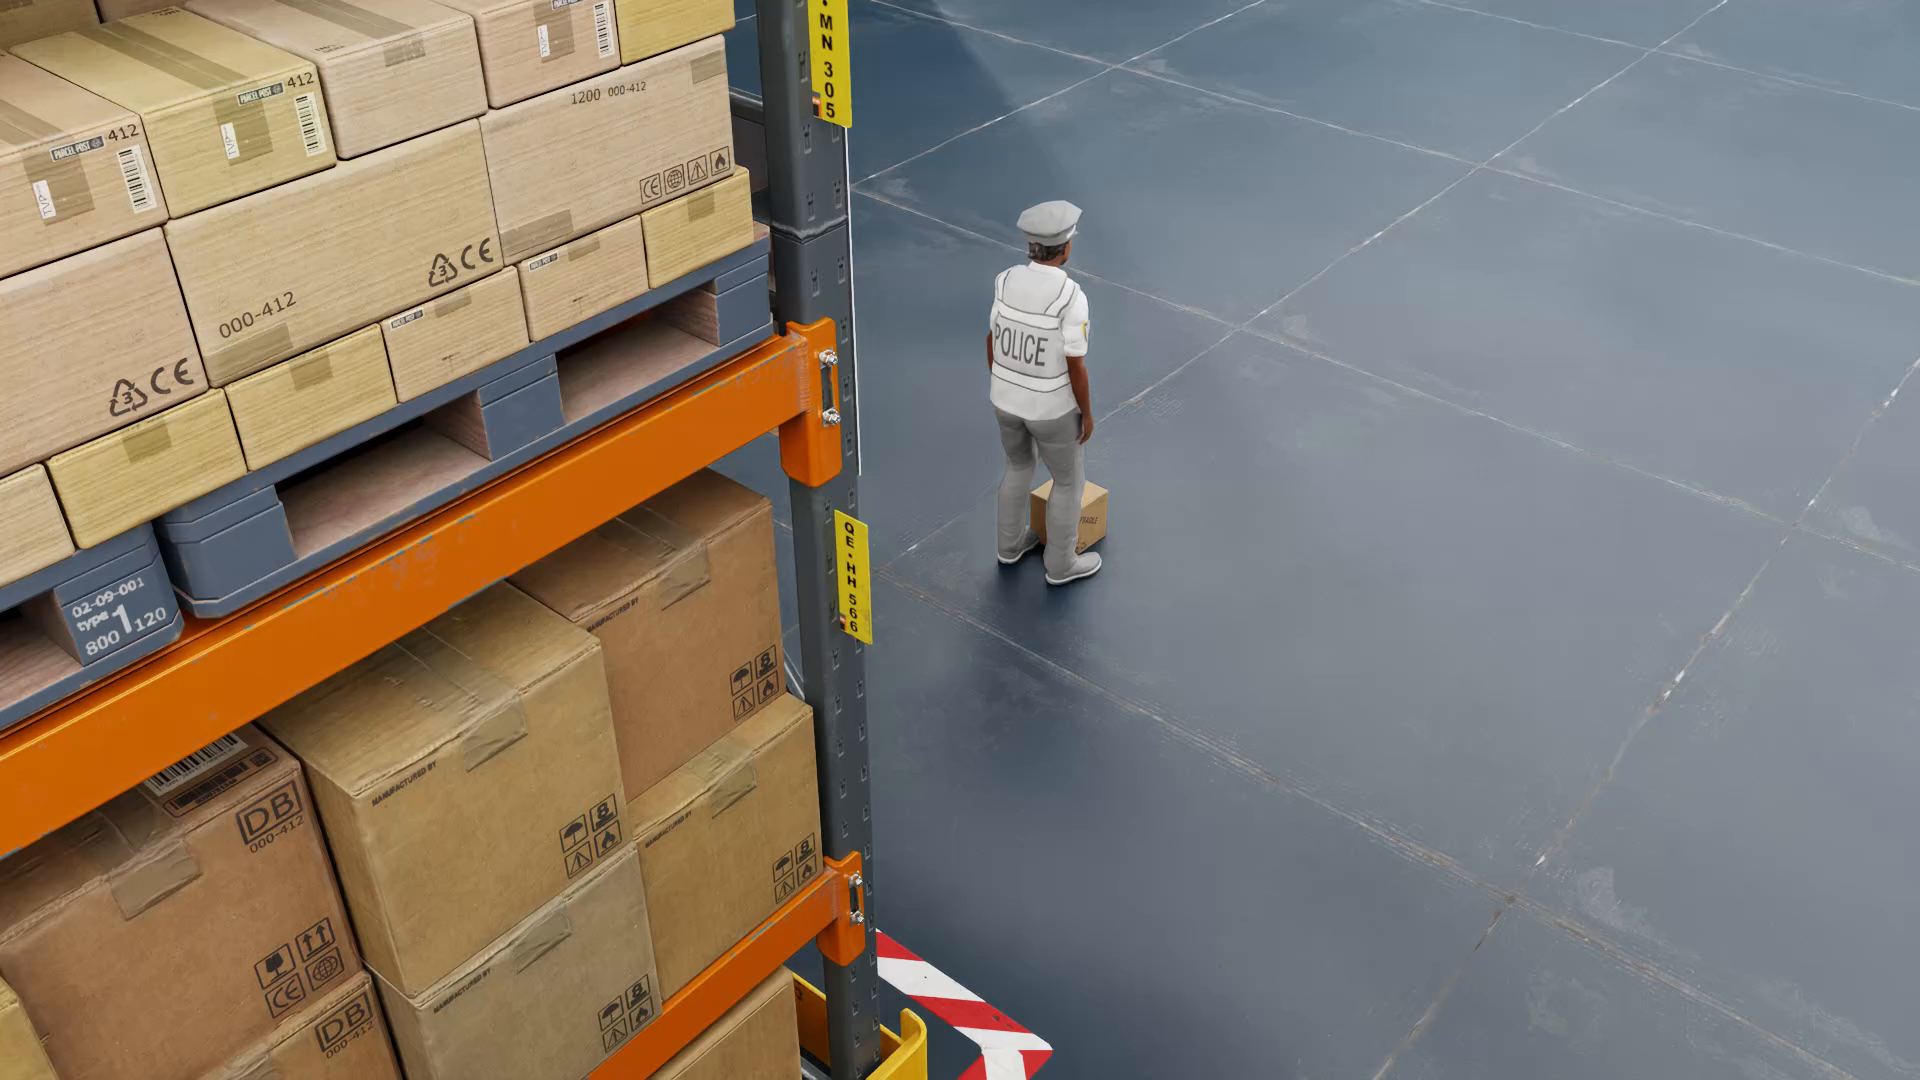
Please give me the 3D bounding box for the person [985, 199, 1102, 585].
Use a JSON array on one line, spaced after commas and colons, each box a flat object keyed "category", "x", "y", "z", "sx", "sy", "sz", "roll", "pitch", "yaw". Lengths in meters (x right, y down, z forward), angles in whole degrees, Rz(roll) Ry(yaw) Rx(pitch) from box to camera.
[{"category": "person", "x": 0.346, "y": -0.584, "z": 6.972, "sx": 0.531, "sy": 1.660, "sz": 0.398, "roll": 23, "pitch": 41, "yaw": 29}]
